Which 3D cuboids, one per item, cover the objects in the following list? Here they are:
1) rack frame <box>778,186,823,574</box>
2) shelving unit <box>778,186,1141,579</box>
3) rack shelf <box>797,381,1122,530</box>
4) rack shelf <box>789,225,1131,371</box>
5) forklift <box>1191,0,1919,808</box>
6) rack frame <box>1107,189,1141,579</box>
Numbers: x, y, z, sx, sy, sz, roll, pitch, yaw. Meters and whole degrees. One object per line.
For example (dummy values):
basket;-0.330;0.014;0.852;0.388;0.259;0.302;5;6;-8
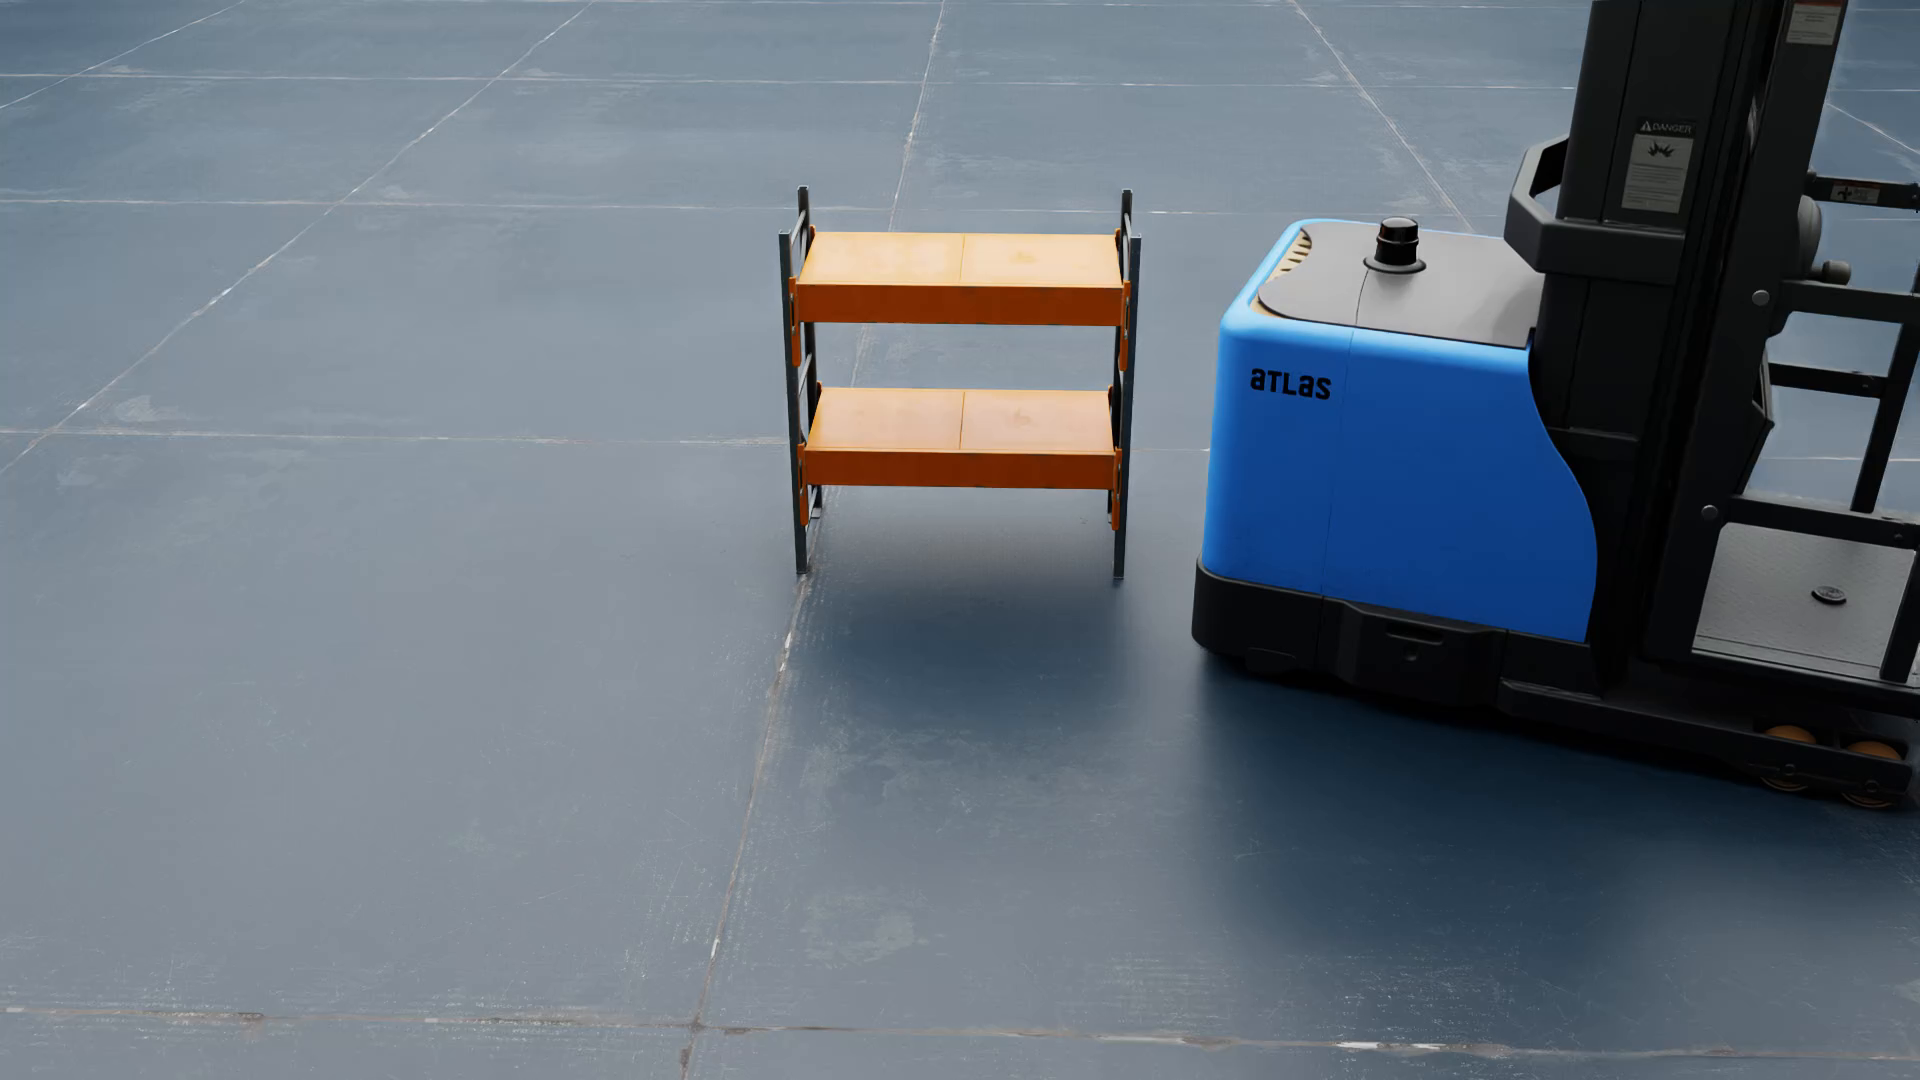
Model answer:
rack frame;-0.501;-0.505;5.294;0.032;1.125;0.500;1;28;2
shelving unit;0.007;-0.497;5.278;1.048;1.125;0.538;1;28;2
rack shelf;0.007;-0.281;5.393;1.000;0.278;0.538;1;28;2
rack shelf;0.007;-0.755;5.141;1.000;0.278;0.538;1;28;2
forklift;2.247;-0.893;4.097;3.031;2.935;1.130;10;30;19
rack frame;0.515;-0.488;5.262;0.032;1.125;0.500;1;28;2
